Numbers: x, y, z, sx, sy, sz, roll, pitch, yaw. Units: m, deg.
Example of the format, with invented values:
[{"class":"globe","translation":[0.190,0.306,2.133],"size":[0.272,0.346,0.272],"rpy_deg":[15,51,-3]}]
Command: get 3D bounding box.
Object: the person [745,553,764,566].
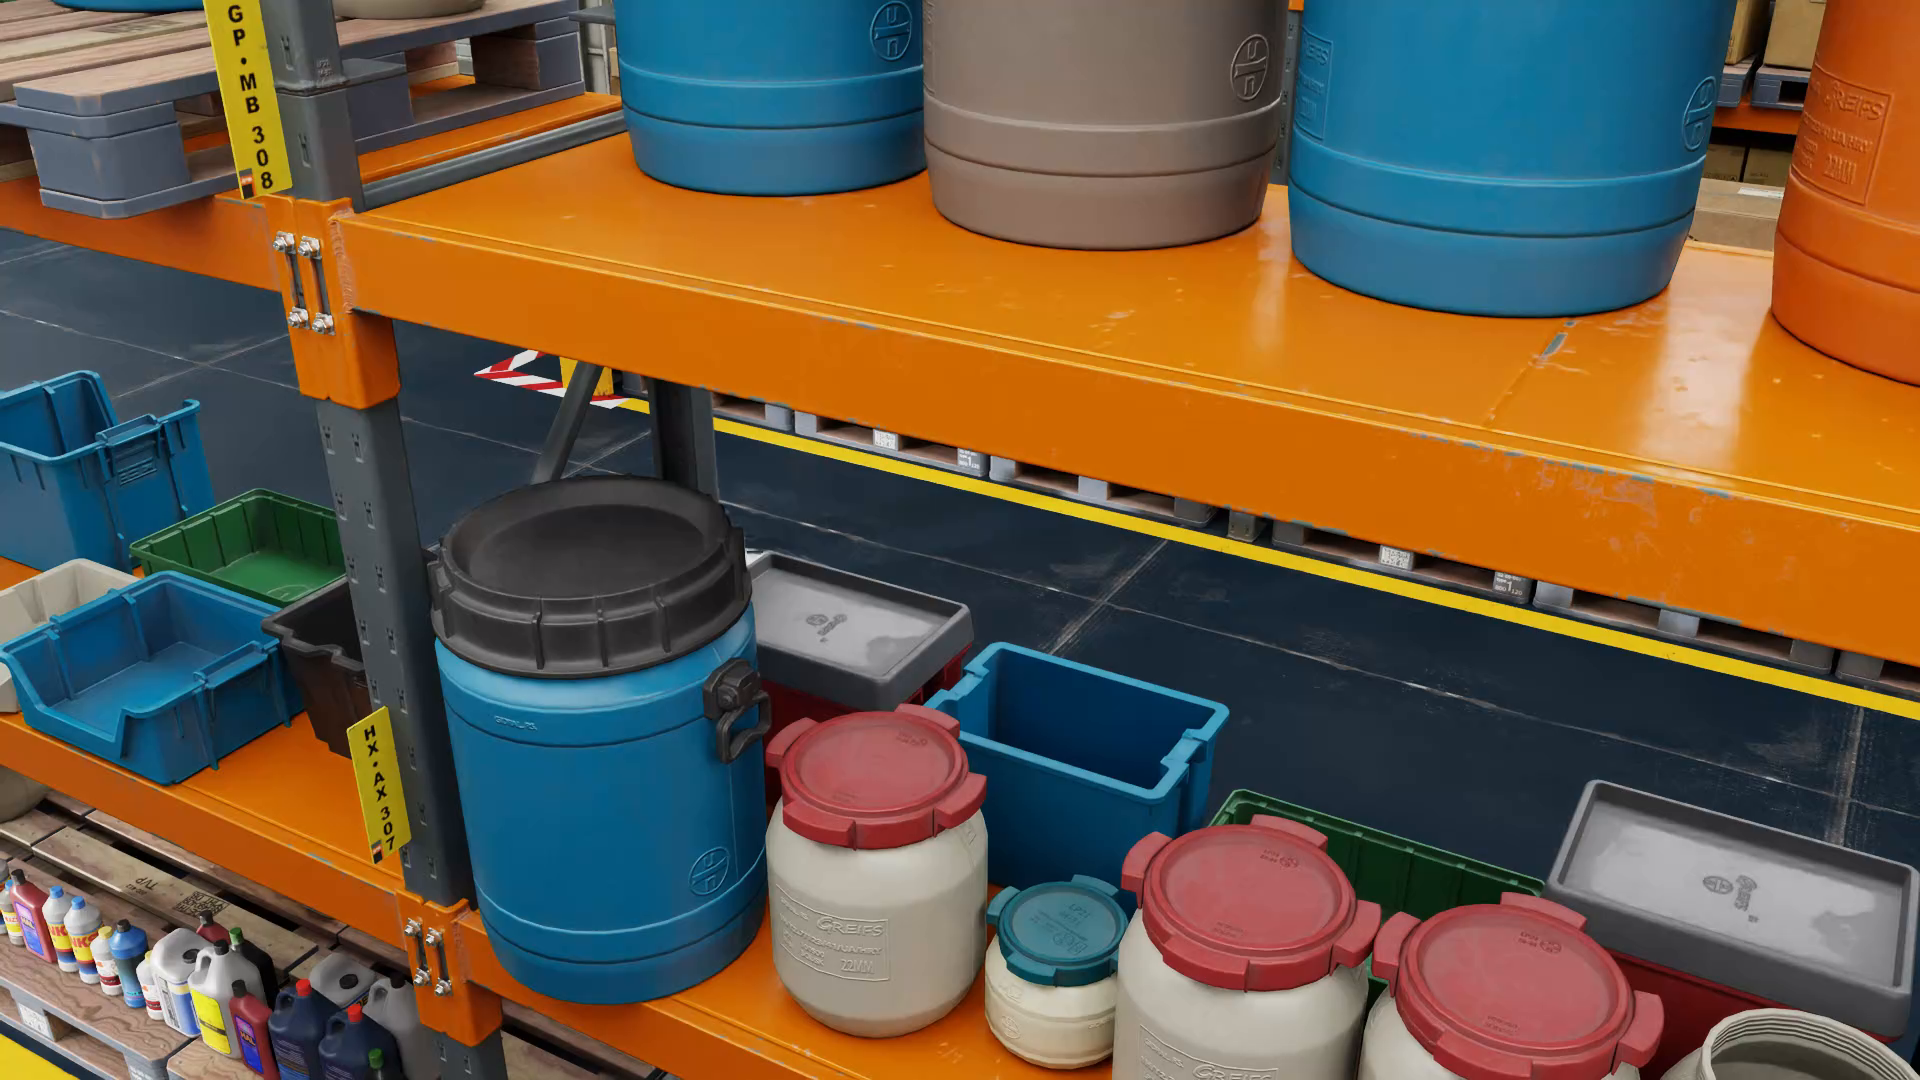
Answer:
[{"class":"person","translation":[-0.775,0.389,6.081],"size":[0.493,1.006,0.840],"rpy_deg":[14,30,26]}]
